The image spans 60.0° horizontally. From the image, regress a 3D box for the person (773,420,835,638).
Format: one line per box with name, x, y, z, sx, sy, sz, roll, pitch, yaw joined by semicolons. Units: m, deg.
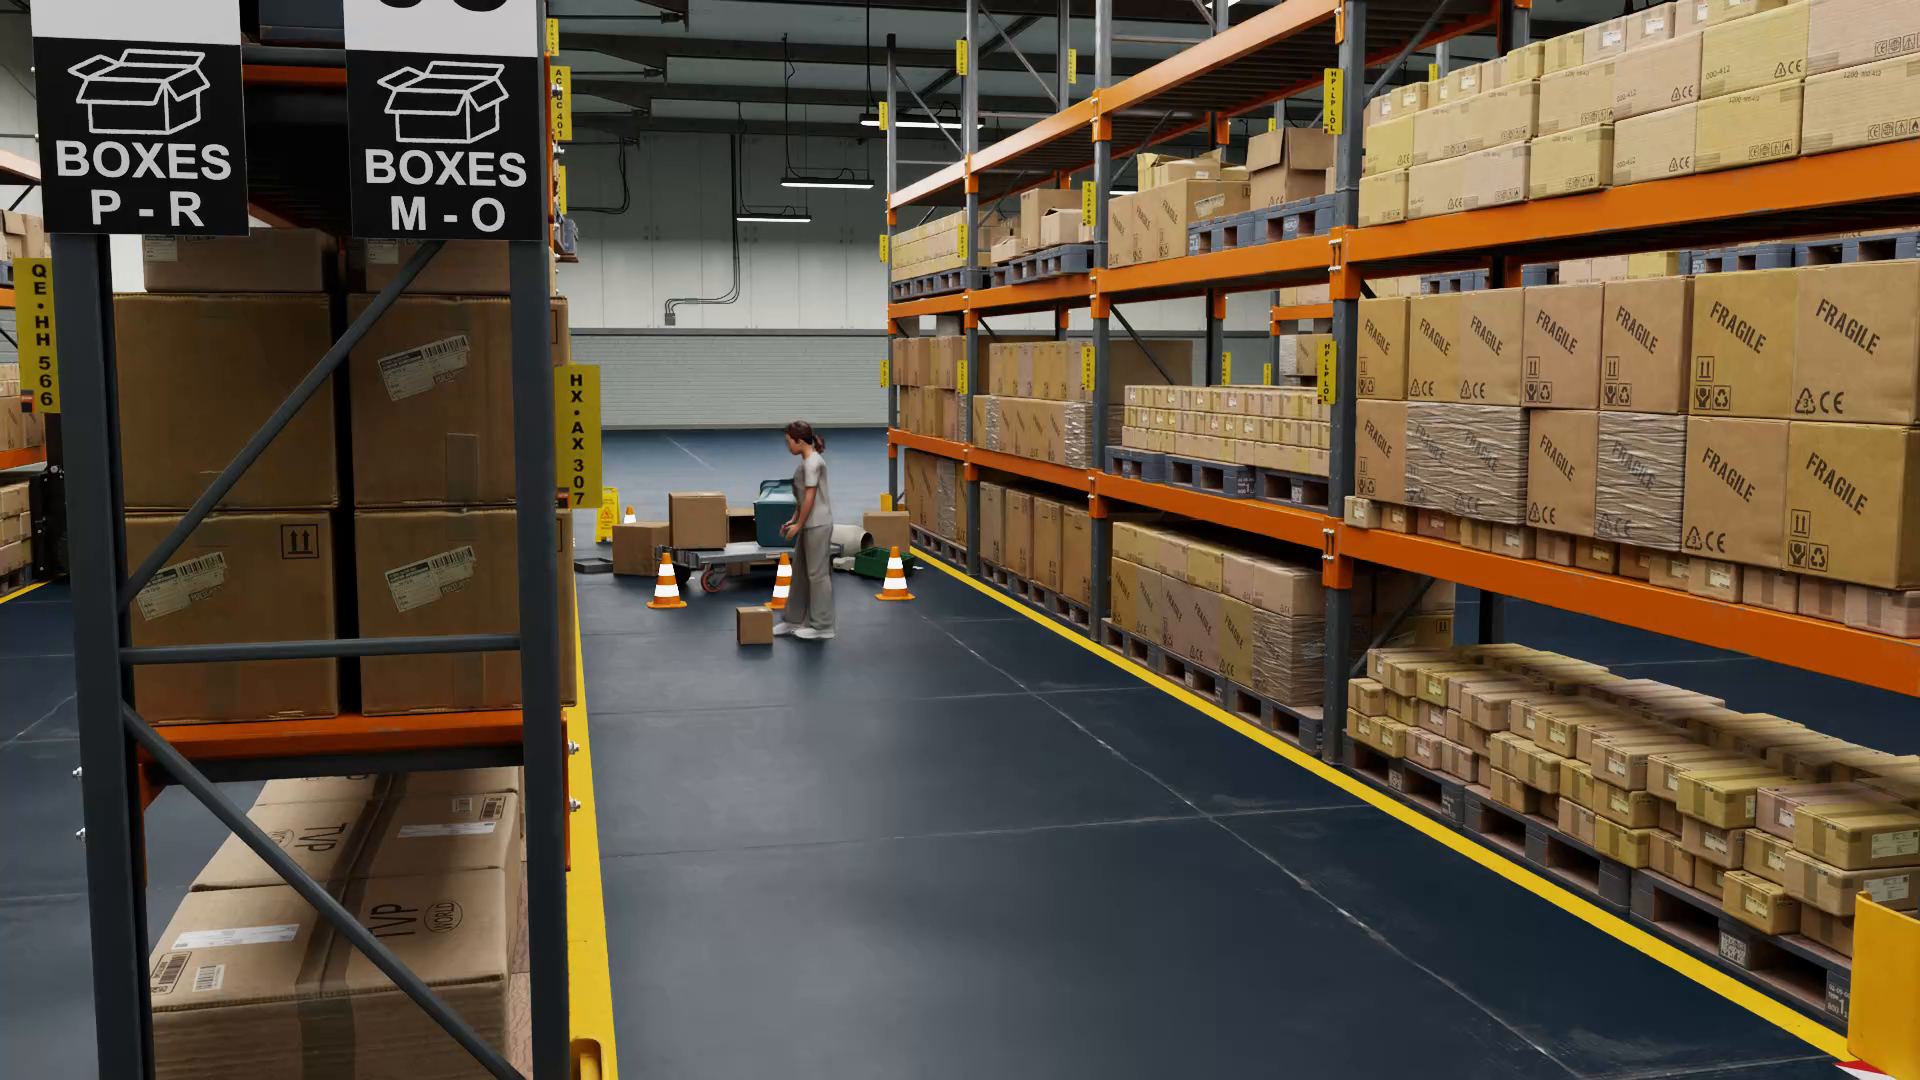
person;-1.229;-0.080;12.782;0.522;1.678;0.500;-1;6;-8
